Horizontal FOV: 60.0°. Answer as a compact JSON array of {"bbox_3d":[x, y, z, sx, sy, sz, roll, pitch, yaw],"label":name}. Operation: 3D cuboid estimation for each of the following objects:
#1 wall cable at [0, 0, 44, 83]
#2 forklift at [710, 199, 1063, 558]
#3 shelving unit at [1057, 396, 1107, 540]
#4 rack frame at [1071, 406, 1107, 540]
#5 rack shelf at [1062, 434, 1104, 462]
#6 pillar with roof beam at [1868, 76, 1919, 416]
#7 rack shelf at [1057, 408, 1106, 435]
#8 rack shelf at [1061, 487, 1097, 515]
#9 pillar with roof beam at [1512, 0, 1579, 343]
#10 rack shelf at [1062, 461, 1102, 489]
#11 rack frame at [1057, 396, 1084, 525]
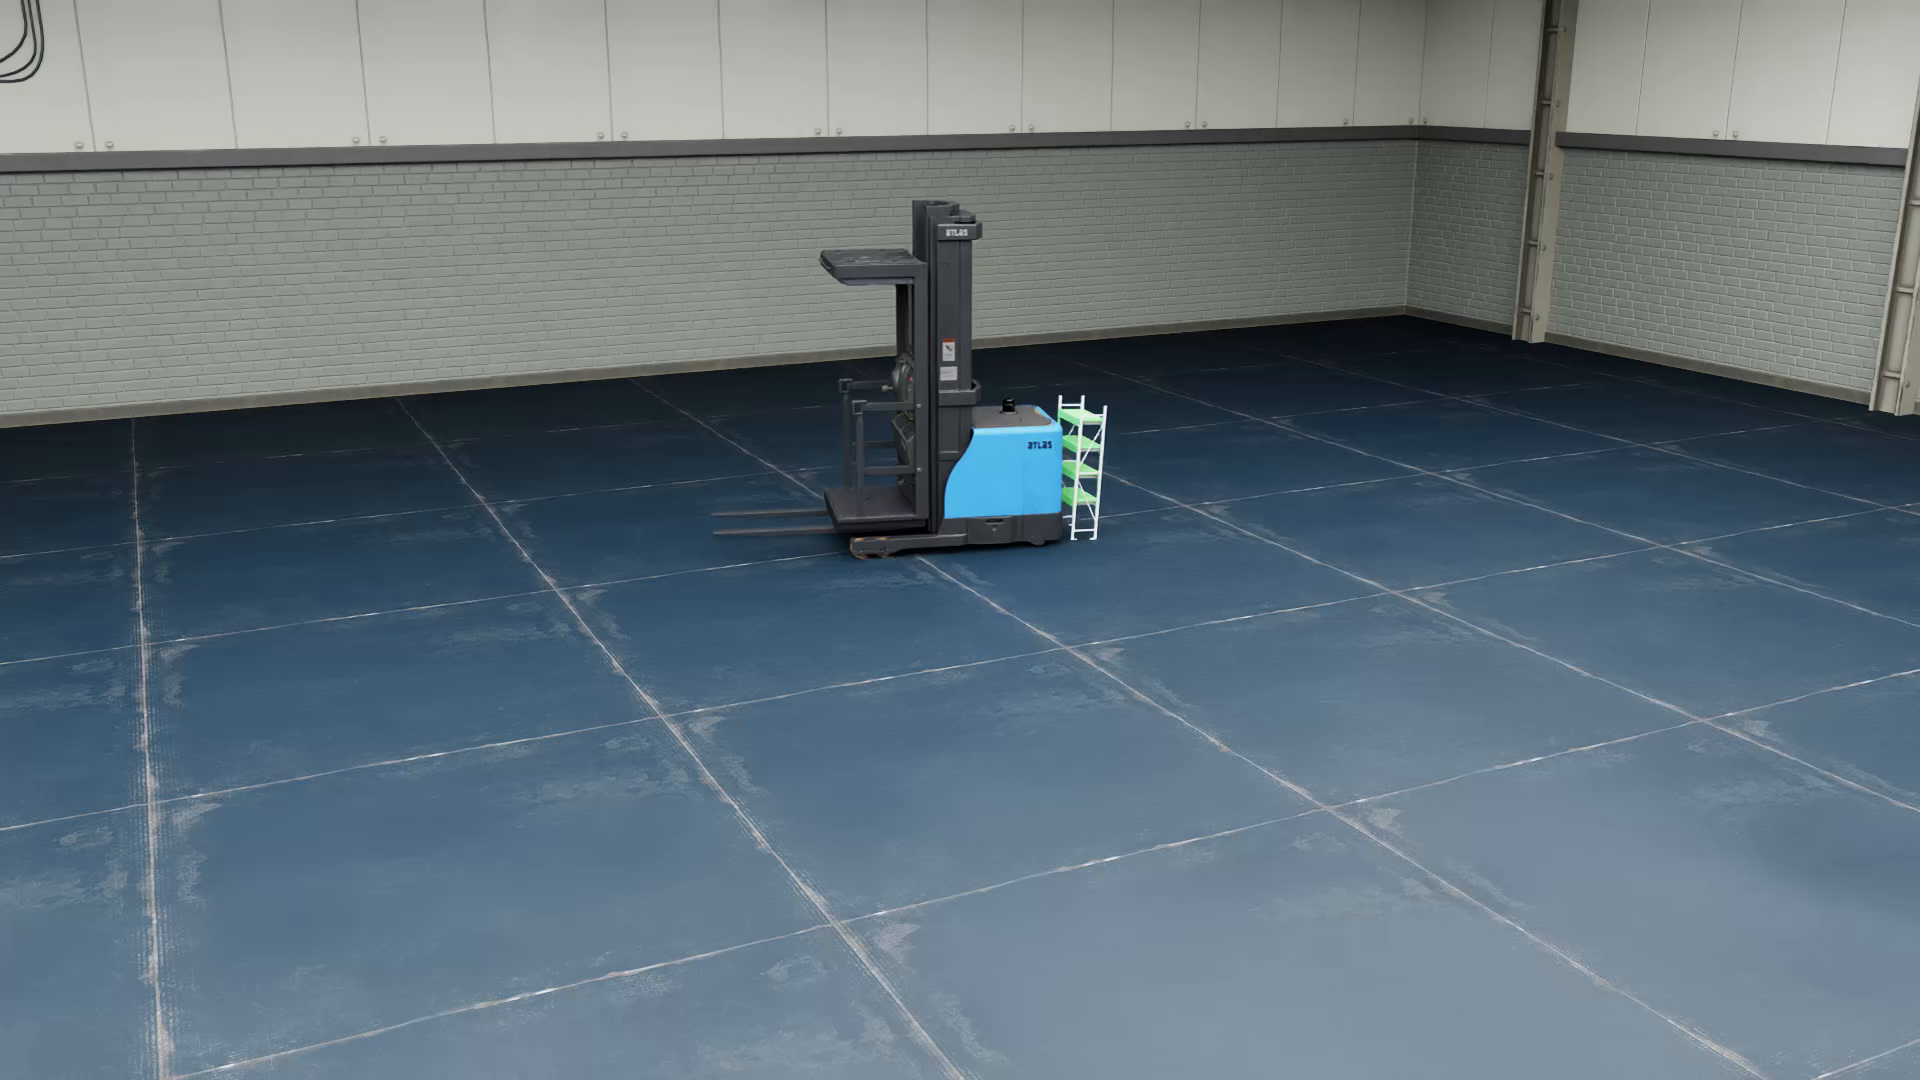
[{"bbox_3d":[-11.207,-7.231,17.468,2.305,6.003,0.169,-8,18,-25],"label":"wall cable"},{"bbox_3d":[-0.669,-1.413,14.361,3.031,2.935,1.130,-3,16,-10],"label":"forklift"},{"bbox_3d":[1.047,-0.648,14.806,0.258,1.200,0.503,-2,16,-19],"label":"shelving unit"},{"bbox_3d":[1.128,-0.584,14.585,0.240,1.200,0.015,-2,16,-19],"label":"rack frame"},{"bbox_3d":[1.057,-0.818,14.761,0.258,0.148,0.480,-2,16,-19],"label":"rack shelf"},{"bbox_3d":[7.429,-5.361,17.118,9.100,9.000,0.400,-8,18,-25],"label":"pillar with roof beam"},{"bbox_3d":[1.070,-1.049,14.699,0.258,0.148,0.480,-2,16,-19],"label":"rack shelf"},{"bbox_3d":[1.030,-0.355,14.884,0.258,0.148,0.480,-2,16,-19],"label":"rack shelf"},{"bbox_3d":[4.801,-6.849,22.302,9.100,9.000,0.400,-8,18,-25],"label":"pillar with roof beam"},{"bbox_3d":[1.044,-0.586,14.822,0.258,0.148,0.480,-2,16,-19],"label":"rack shelf"},{"bbox_3d":[0.966,-0.711,15.027,0.240,1.200,0.015,-2,16,-19],"label":"rack frame"}]
